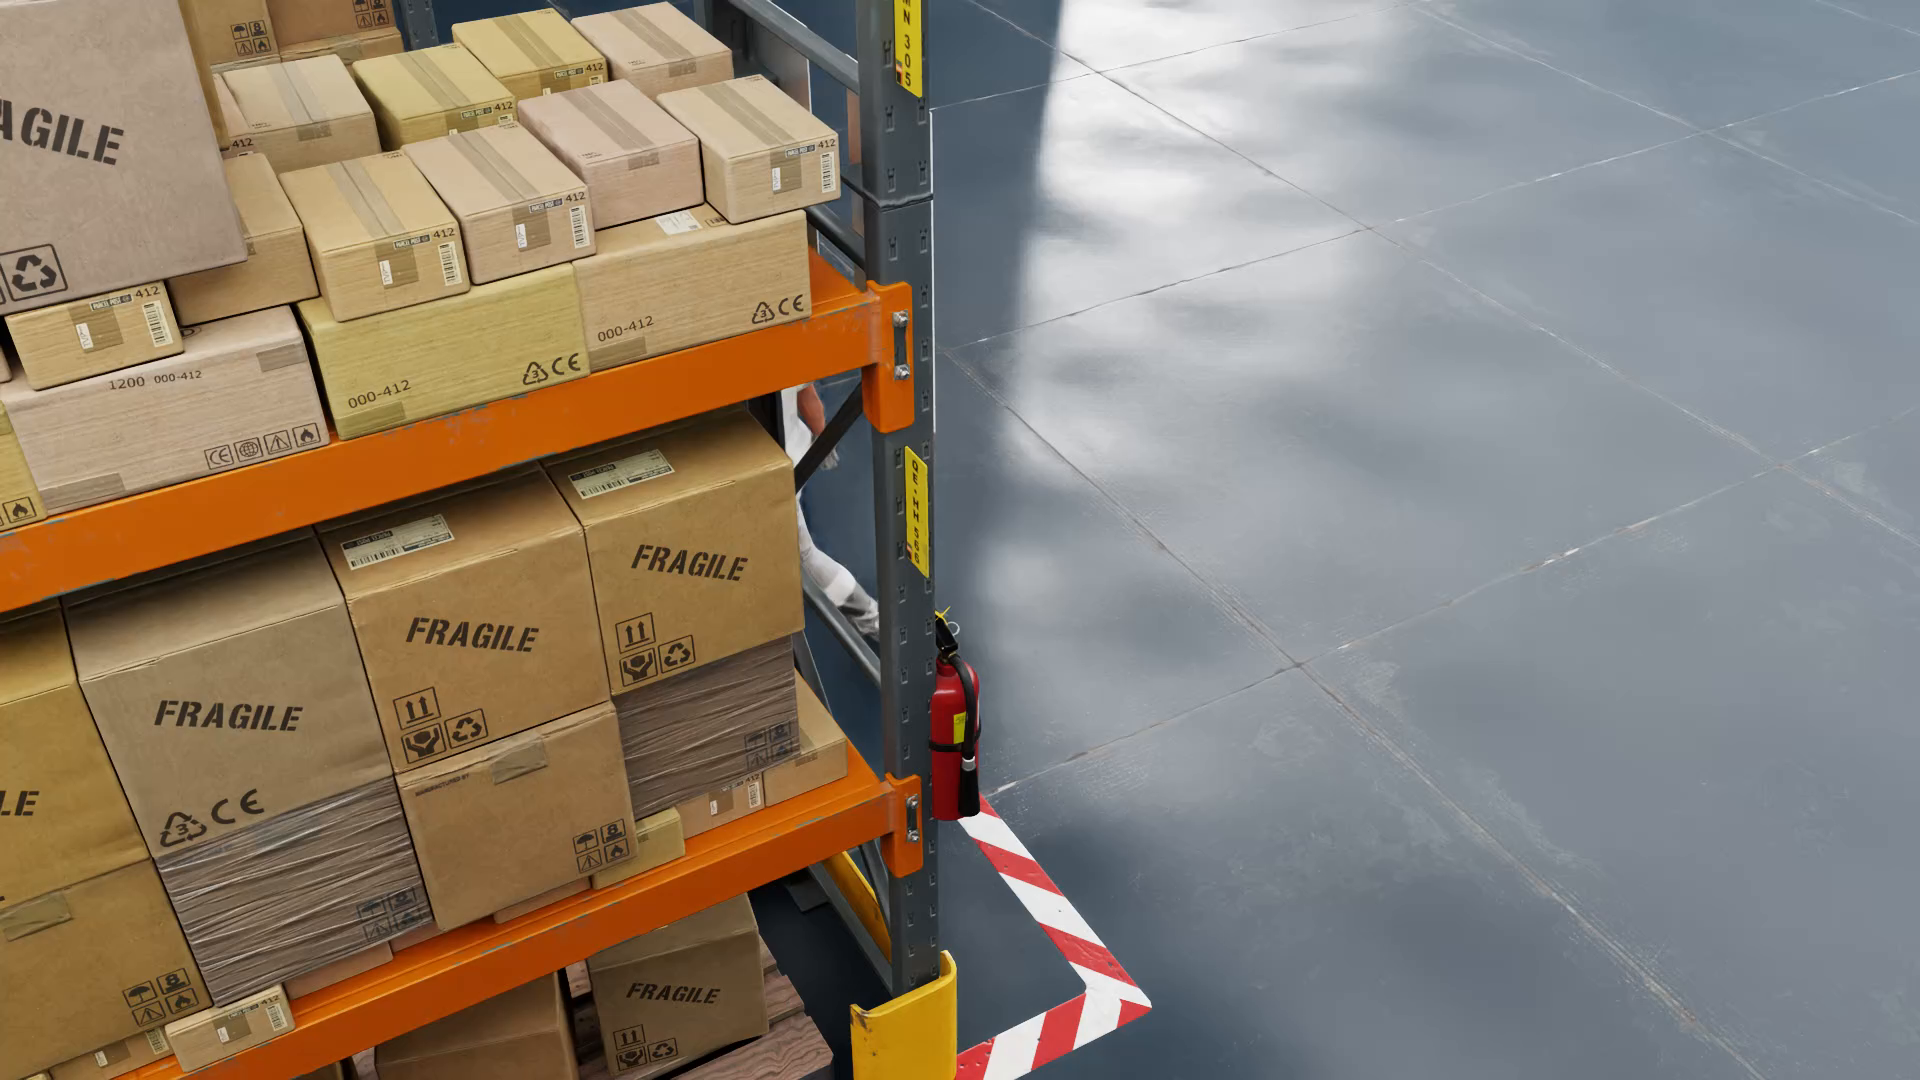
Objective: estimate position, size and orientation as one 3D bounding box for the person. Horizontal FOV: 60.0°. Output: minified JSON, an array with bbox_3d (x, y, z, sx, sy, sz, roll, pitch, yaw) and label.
[{"bbox_3d":[-0.759,-0.276,6.533,1.024,1.734,0.632,8,37,11],"label":"person"}]
